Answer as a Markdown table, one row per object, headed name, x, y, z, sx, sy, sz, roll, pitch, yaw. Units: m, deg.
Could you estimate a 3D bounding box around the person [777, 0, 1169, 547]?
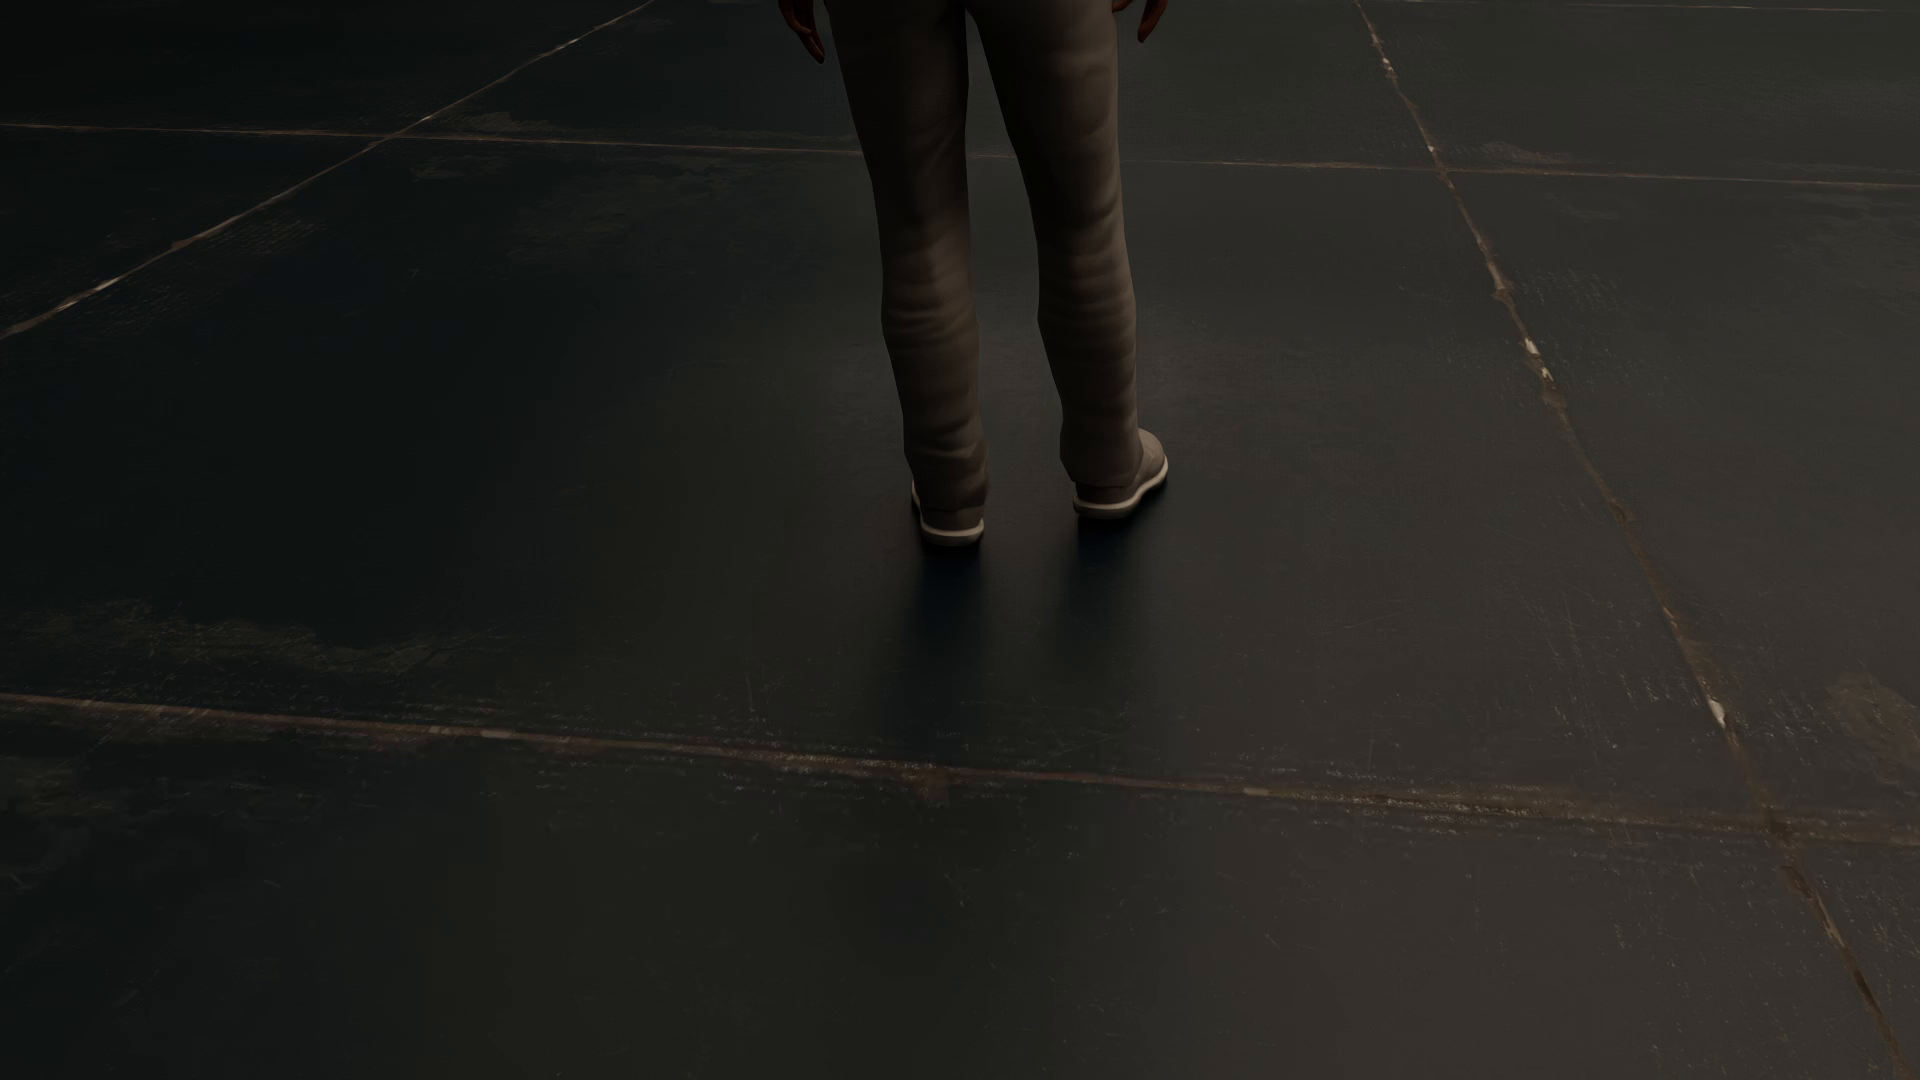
| name | x | y | z | sx | sy | sz | roll | pitch | yaw |
| --- | --- | --- | --- | --- | --- | --- | --- | --- | --- |
| person | 0.030 | -0.796 | 2.183 | 0.569 | 1.693 | 0.528 | 3 | 27 | 7 |
